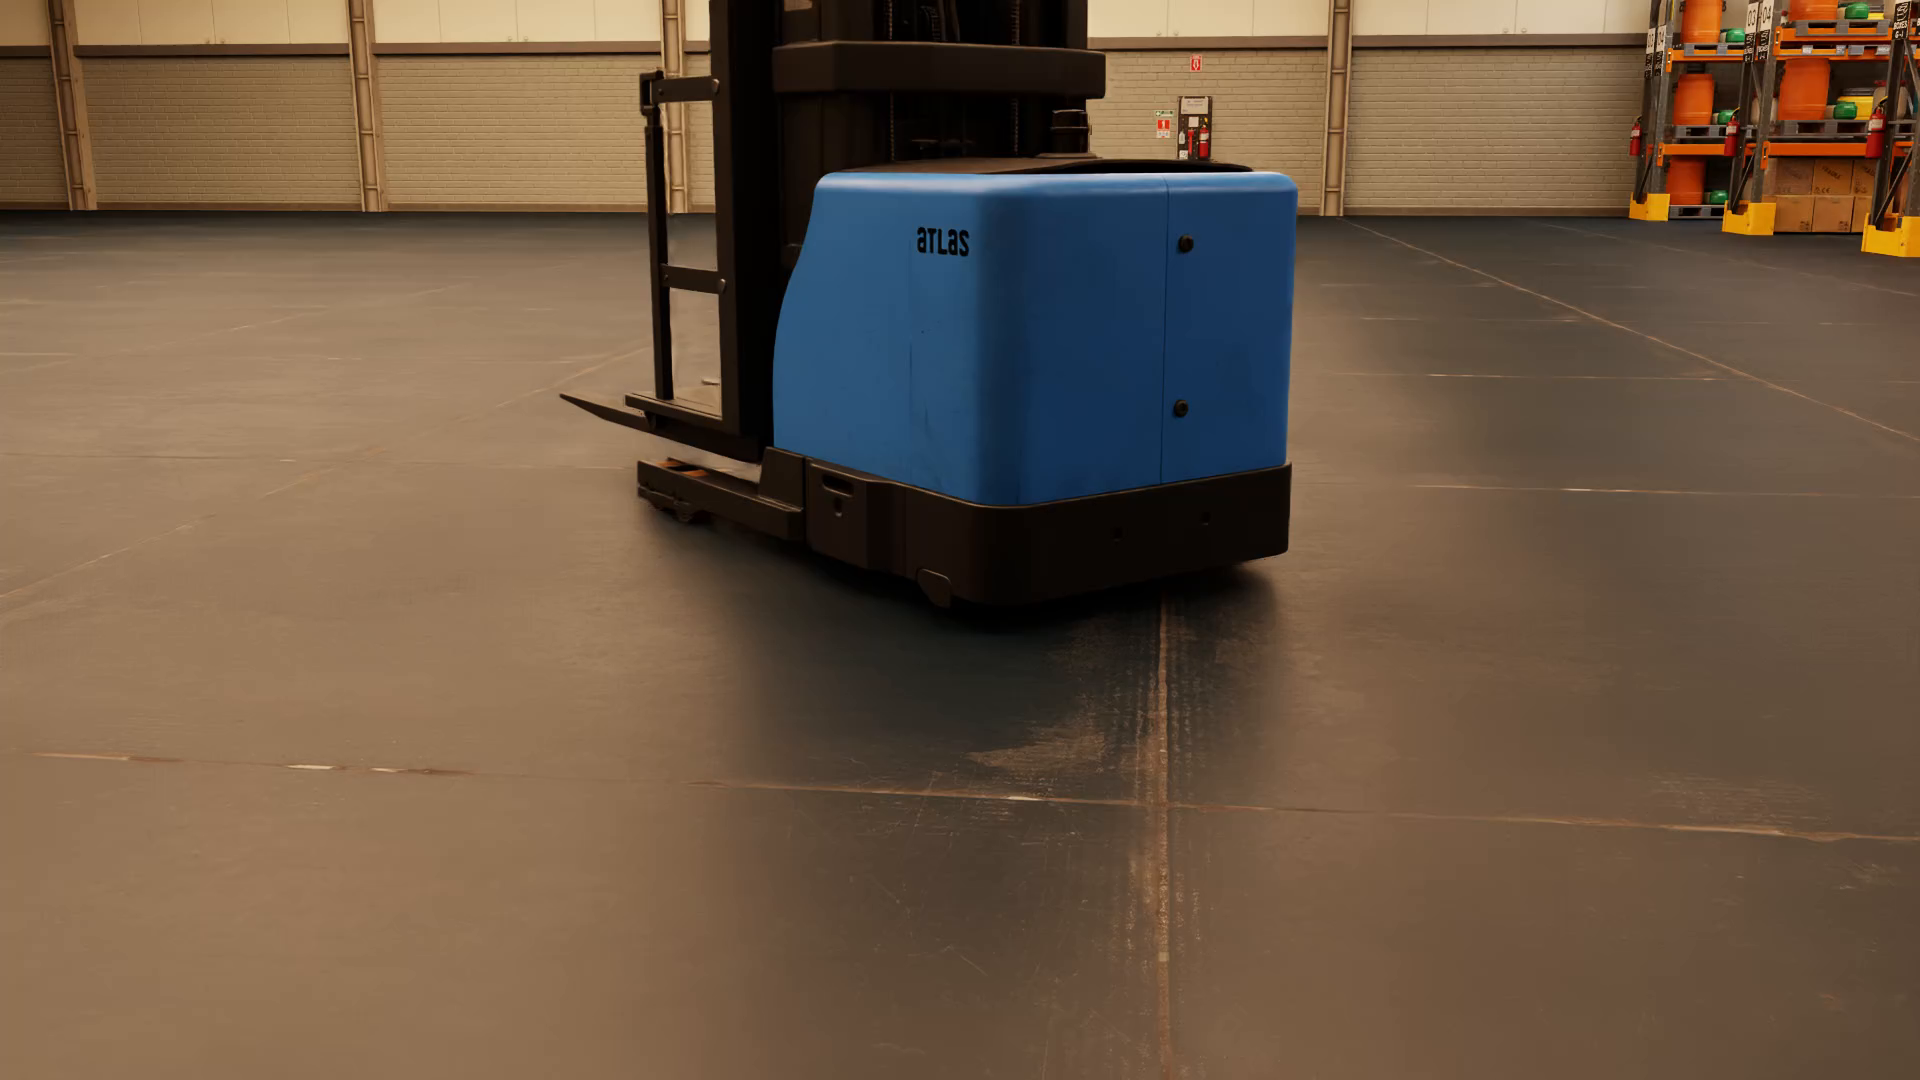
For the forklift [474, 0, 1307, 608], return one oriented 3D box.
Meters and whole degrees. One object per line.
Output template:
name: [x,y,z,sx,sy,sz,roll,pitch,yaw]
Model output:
forklift: [-0.463,-1.523,5.022,3.031,2.935,1.130,12,18,43]
